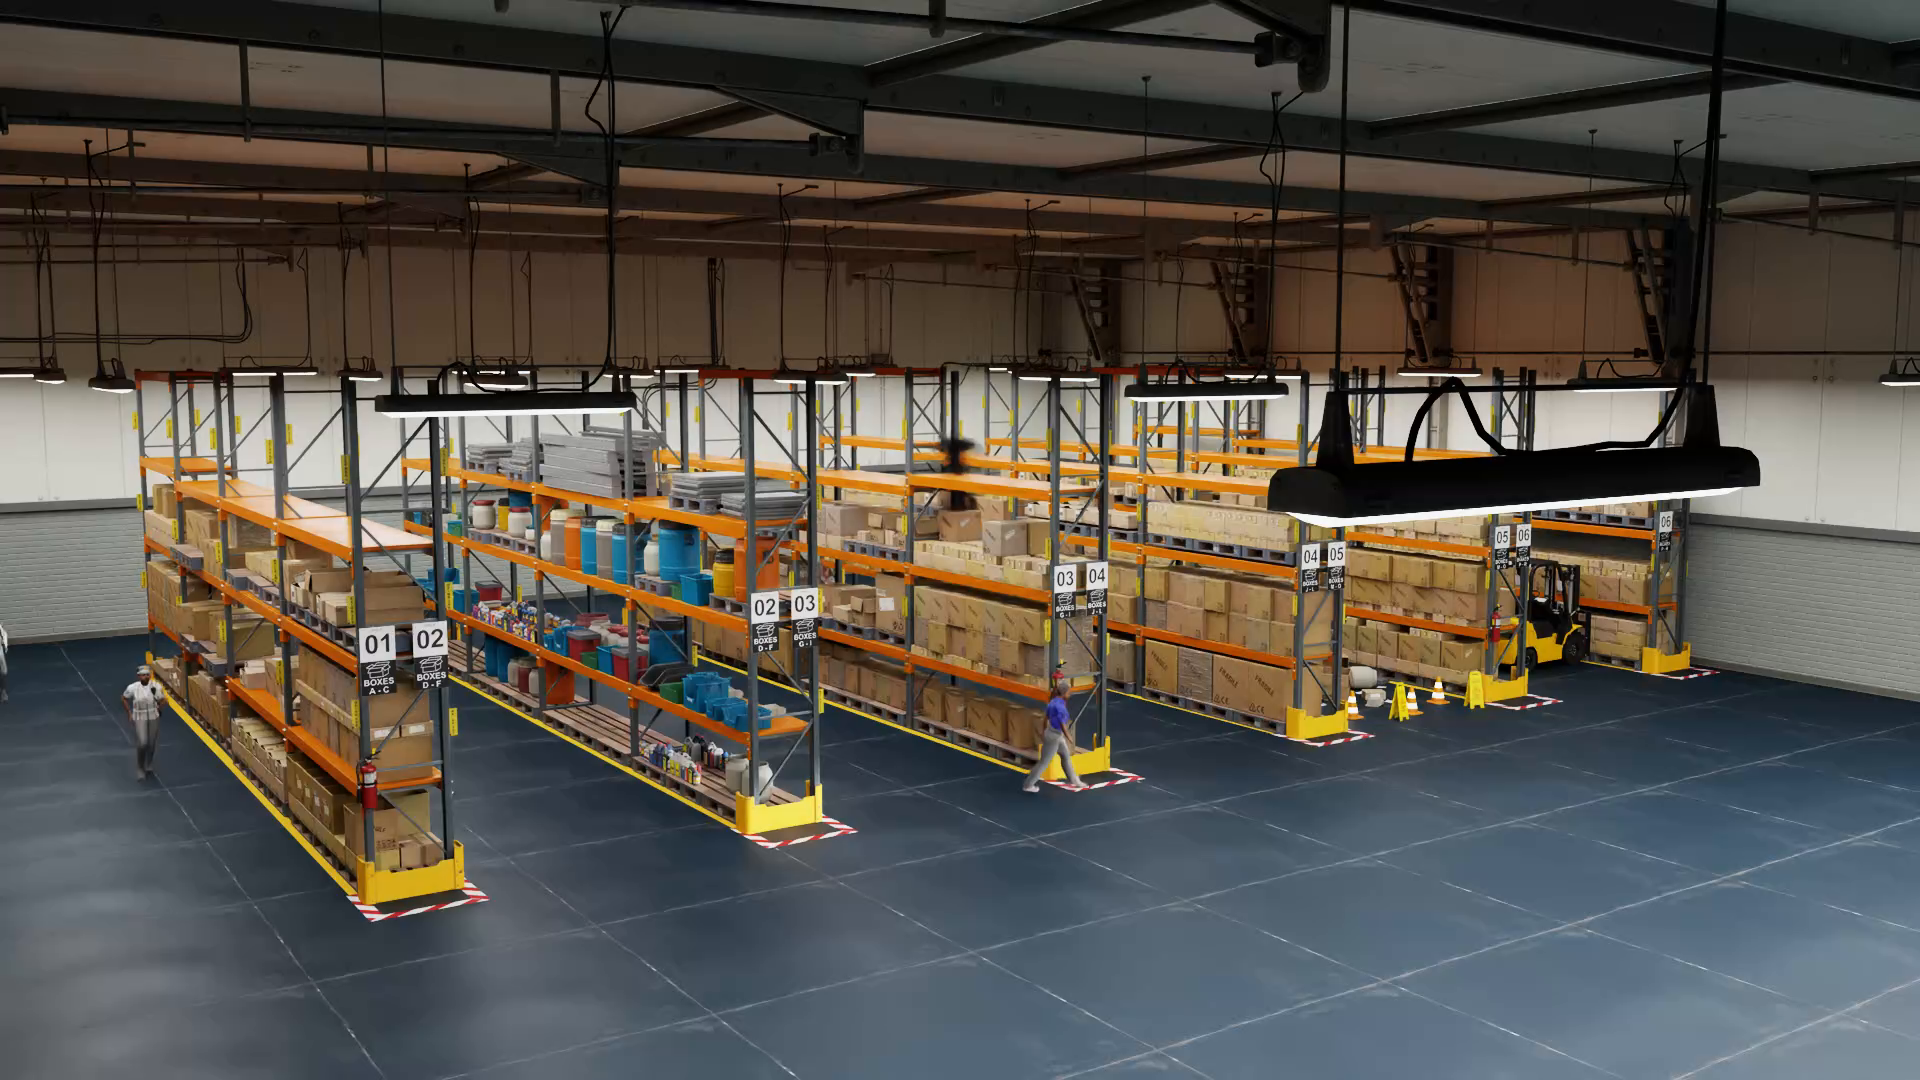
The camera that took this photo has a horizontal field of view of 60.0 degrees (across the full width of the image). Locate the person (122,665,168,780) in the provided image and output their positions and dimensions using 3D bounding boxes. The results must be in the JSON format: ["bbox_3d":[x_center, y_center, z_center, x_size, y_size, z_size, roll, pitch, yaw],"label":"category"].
[{"bbox_3d":[-12.139,2.706,24.828,0.586,1.726,0.721,-5,8,-36],"label":"person"}]

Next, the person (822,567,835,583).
[{"bbox_3d":[-3.075,1.348,37.760,0.627,1.511,0.516,-1,6,-7],"label":"person"}]

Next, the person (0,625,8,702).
[{"bbox_3d":[-17.536,2.108,30.130,0.597,1.709,0.649,-6,9,-43],"label":"person"}]

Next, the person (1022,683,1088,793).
[{"bbox_3d":[1.380,2.829,23.880,0.992,1.590,0.545,0,6,-4],"label":"person"}]

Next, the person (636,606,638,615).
[{"bbox_3d":[-7.349,1.023,39.686,0.826,1.644,0.685,5,8,38],"label":"person"}]
